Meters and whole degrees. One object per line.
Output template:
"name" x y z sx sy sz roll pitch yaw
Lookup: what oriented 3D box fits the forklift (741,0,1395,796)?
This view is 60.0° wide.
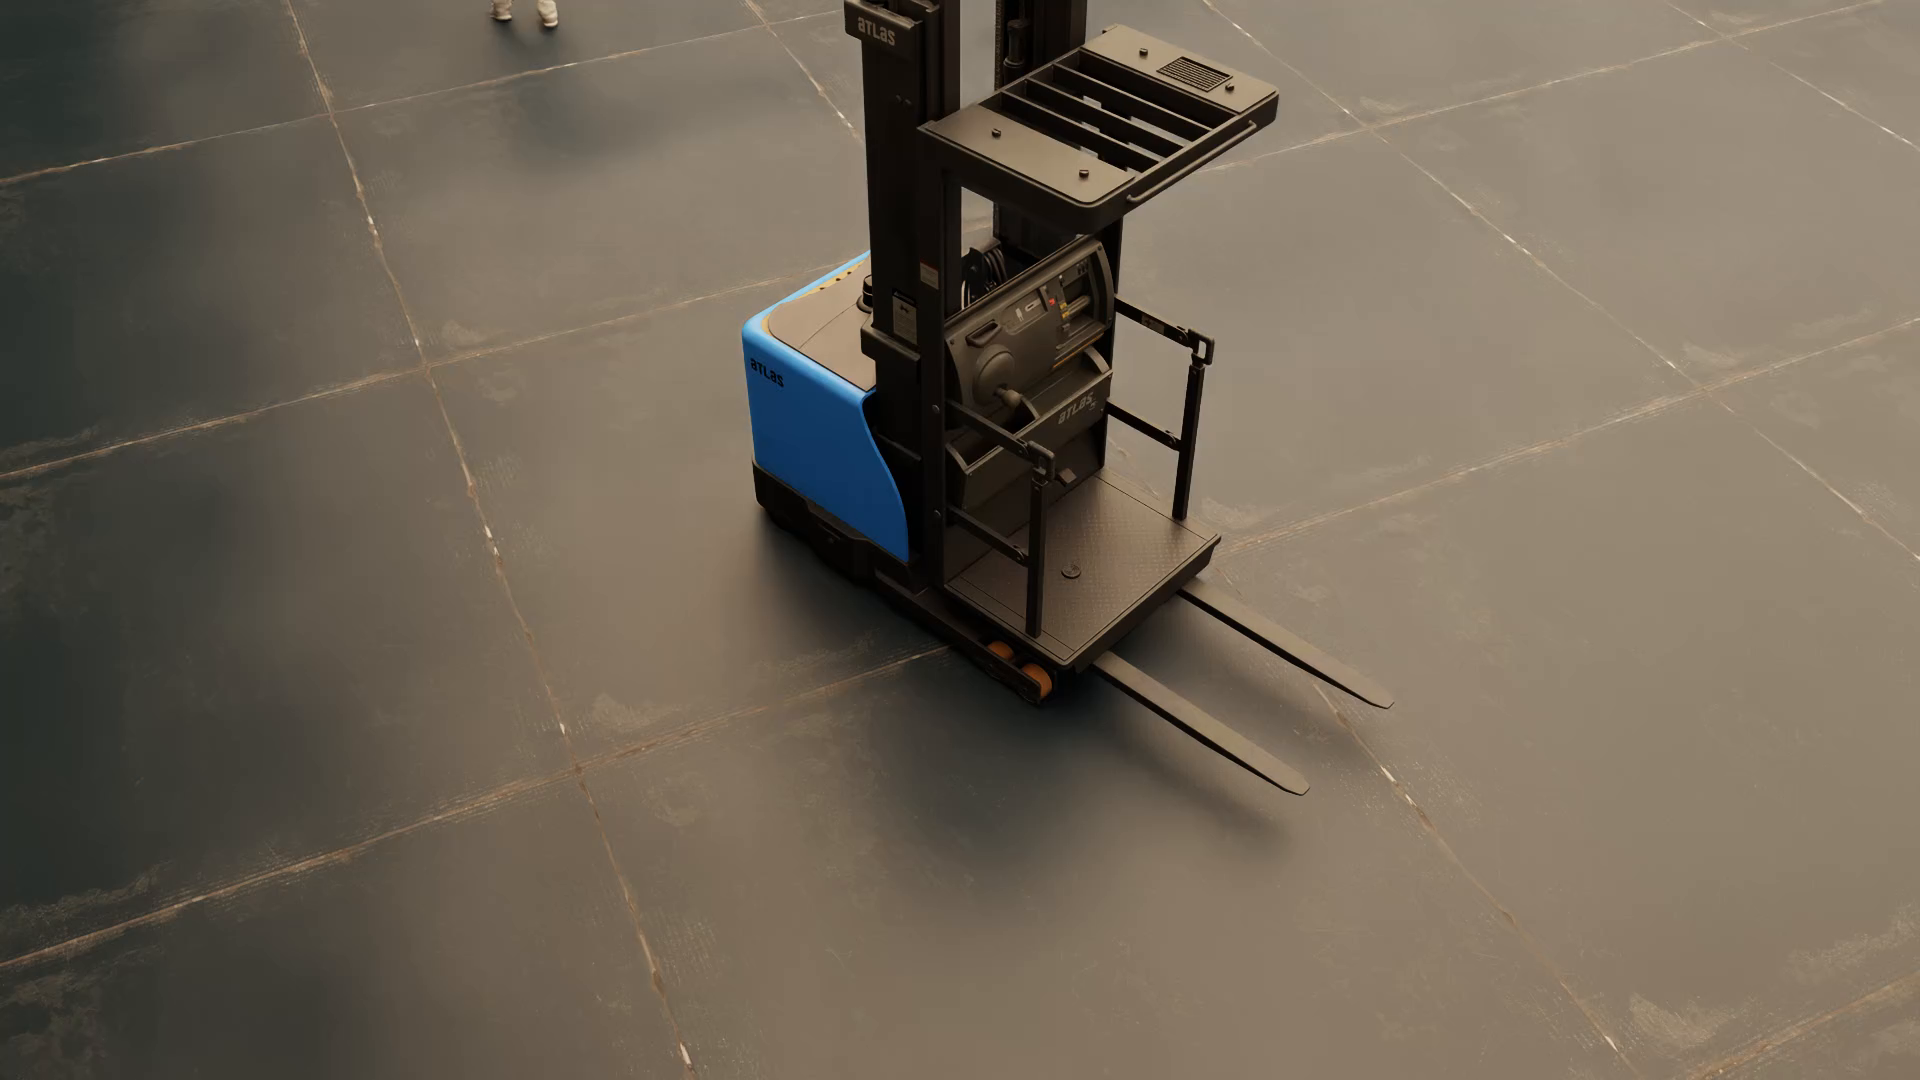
"forklift" 0.445 -0.788 6.525 3.031 2.935 1.130 32 52 30

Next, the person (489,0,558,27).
"person" -3.048 -4.306 11.259 0.573 1.689 0.468 -12 44 -12
